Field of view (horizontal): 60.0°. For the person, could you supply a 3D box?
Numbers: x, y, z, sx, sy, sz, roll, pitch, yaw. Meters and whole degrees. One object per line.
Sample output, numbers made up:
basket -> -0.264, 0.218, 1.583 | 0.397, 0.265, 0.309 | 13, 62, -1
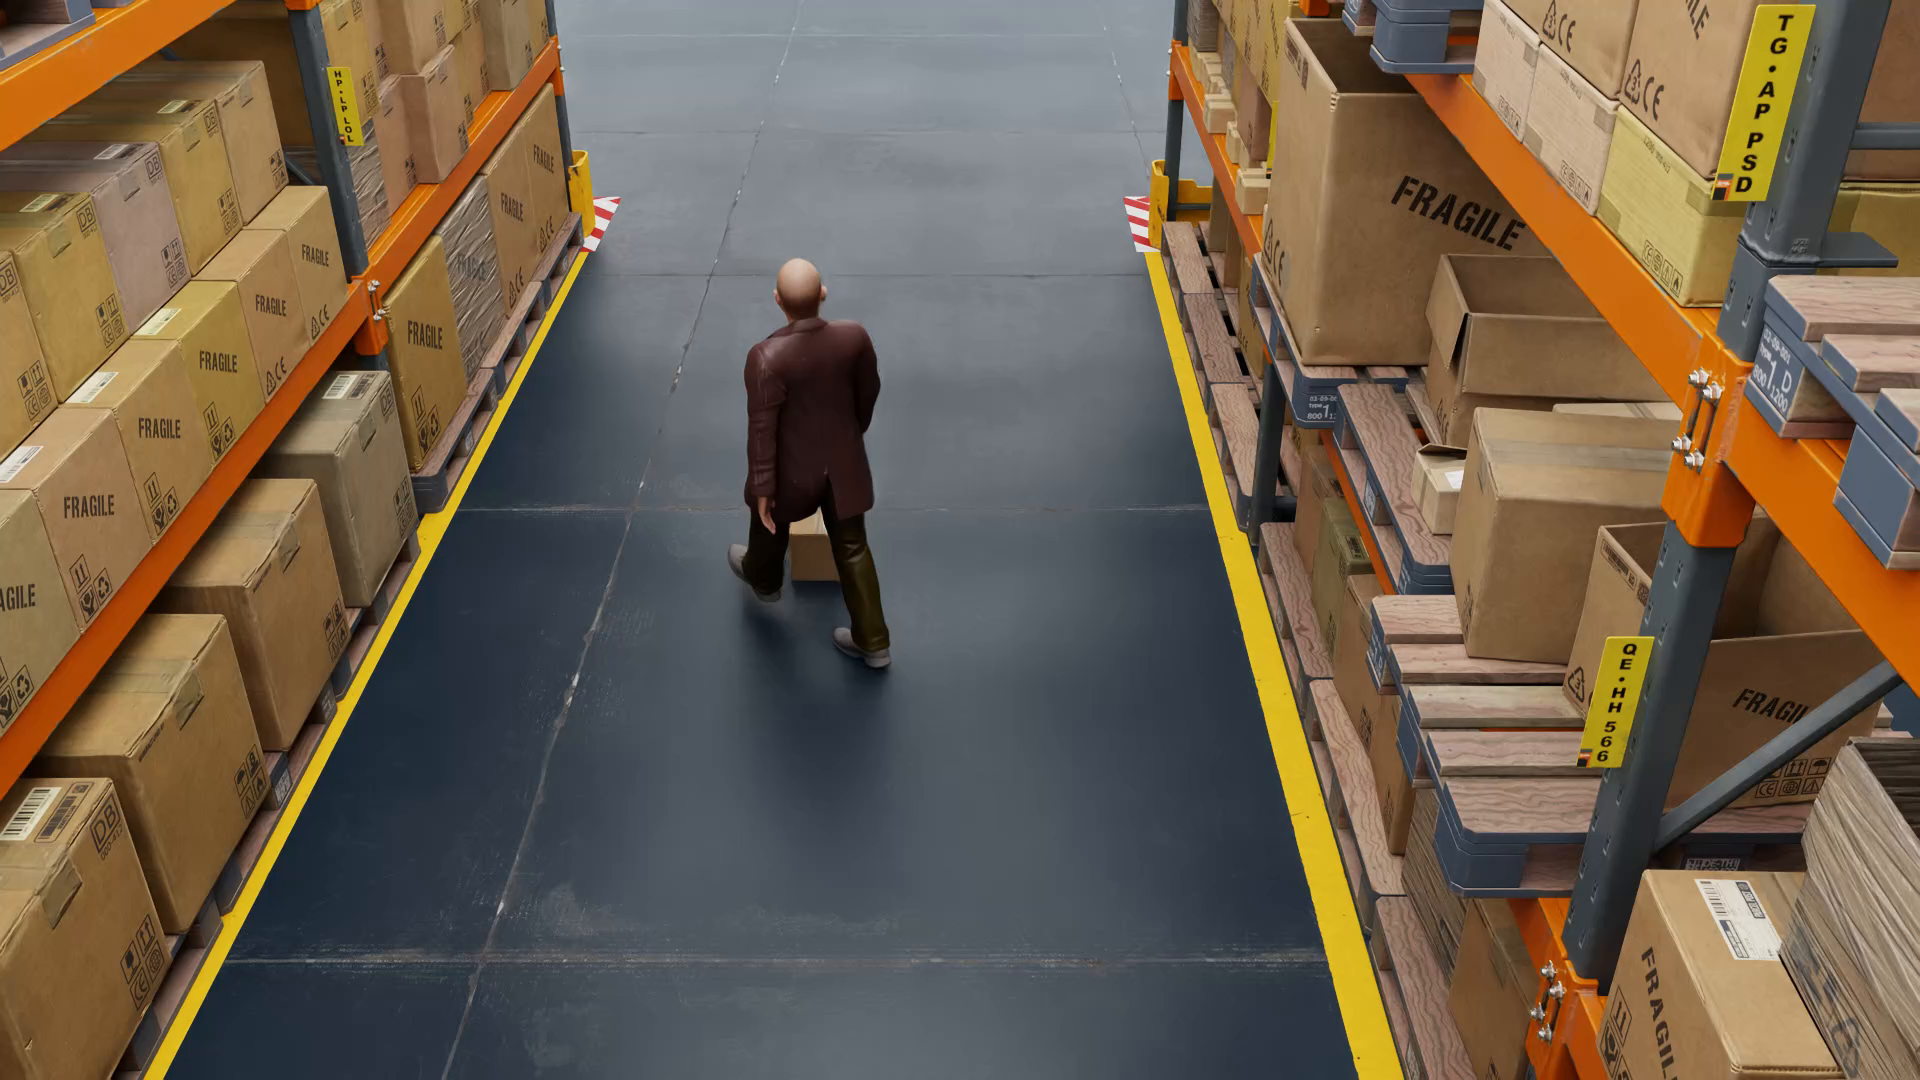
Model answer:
person -> -0.665, -0.382, 6.822 | 0.627, 1.758, 1.047 | -14, 34, -22
